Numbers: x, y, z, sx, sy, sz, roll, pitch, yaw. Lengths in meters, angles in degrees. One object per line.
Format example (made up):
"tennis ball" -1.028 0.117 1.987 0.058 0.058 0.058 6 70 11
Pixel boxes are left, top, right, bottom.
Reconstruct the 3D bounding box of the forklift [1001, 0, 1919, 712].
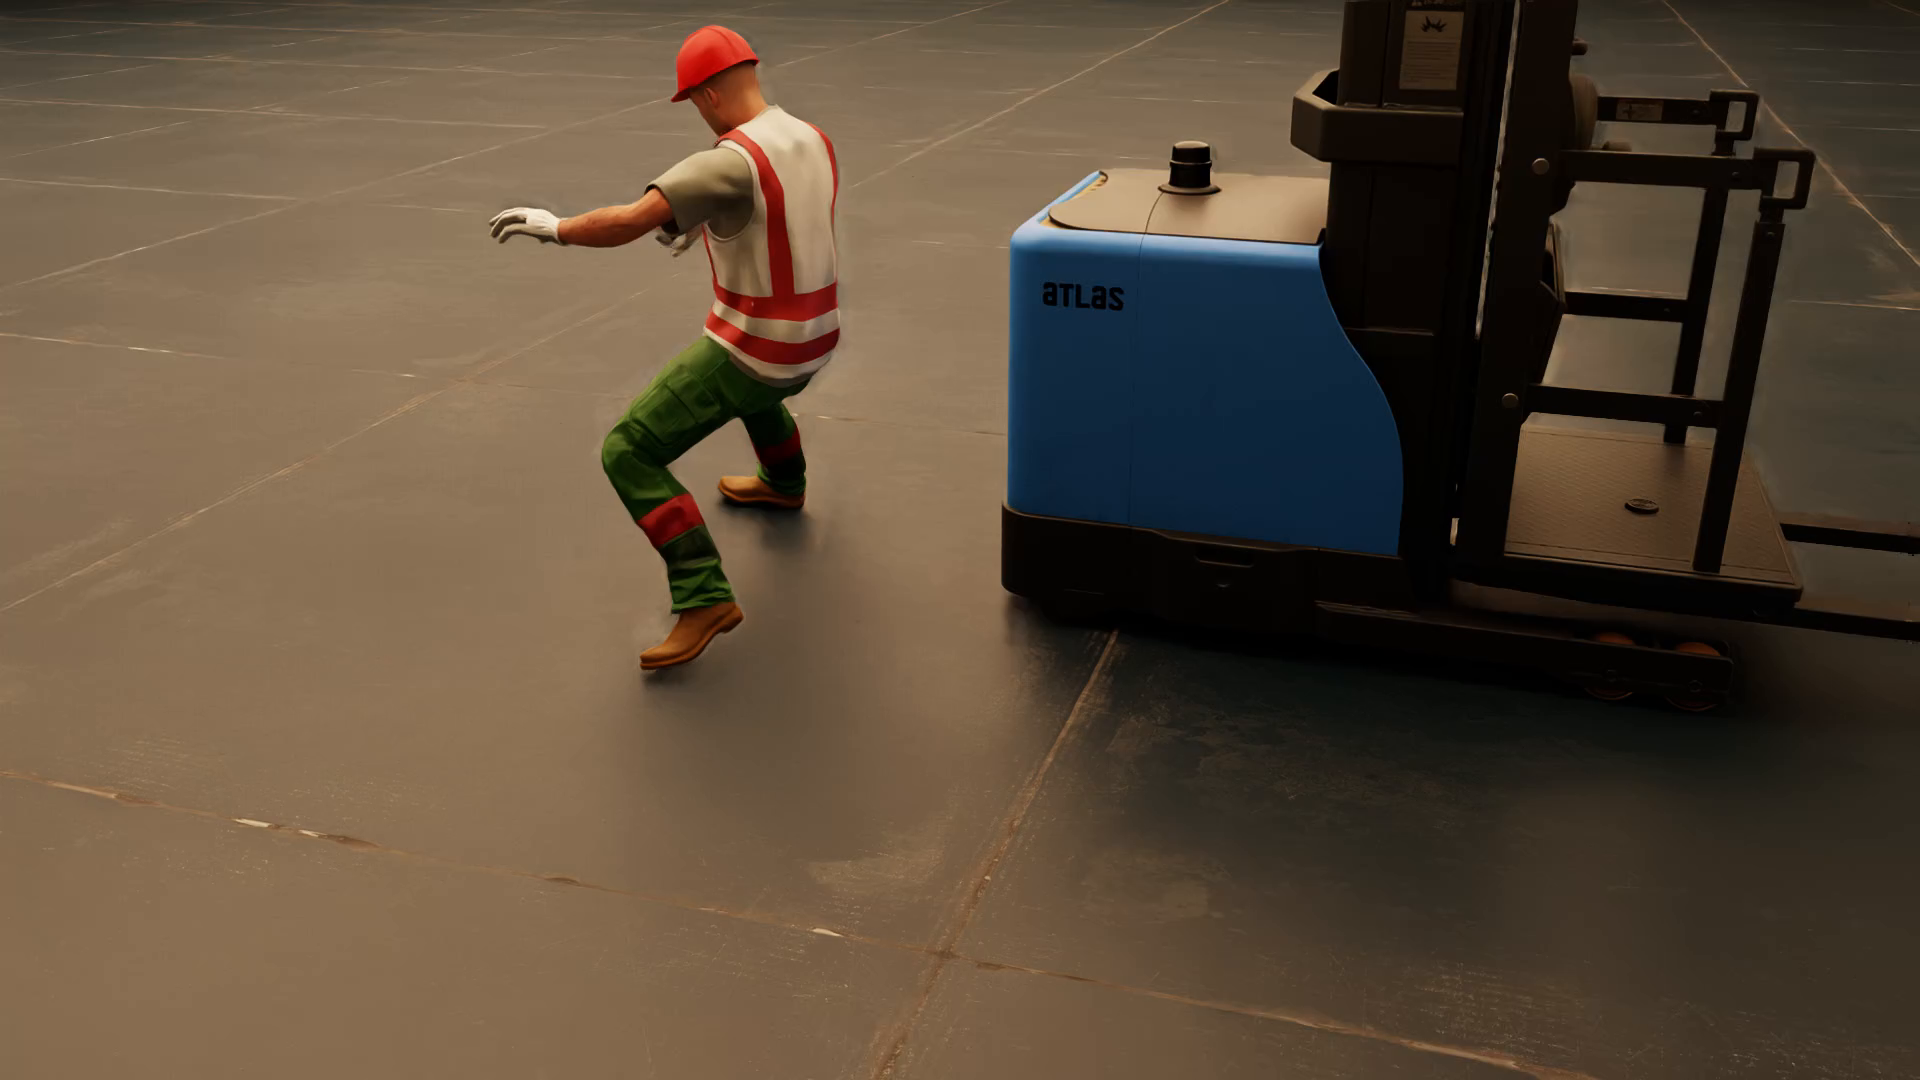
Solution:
"forklift" 1.690 -1.160 4.089 3.031 2.935 1.130 7 23 16

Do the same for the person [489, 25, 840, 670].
"person" -0.705 -0.608 4.561 0.729 1.540 1.266 11 25 24
